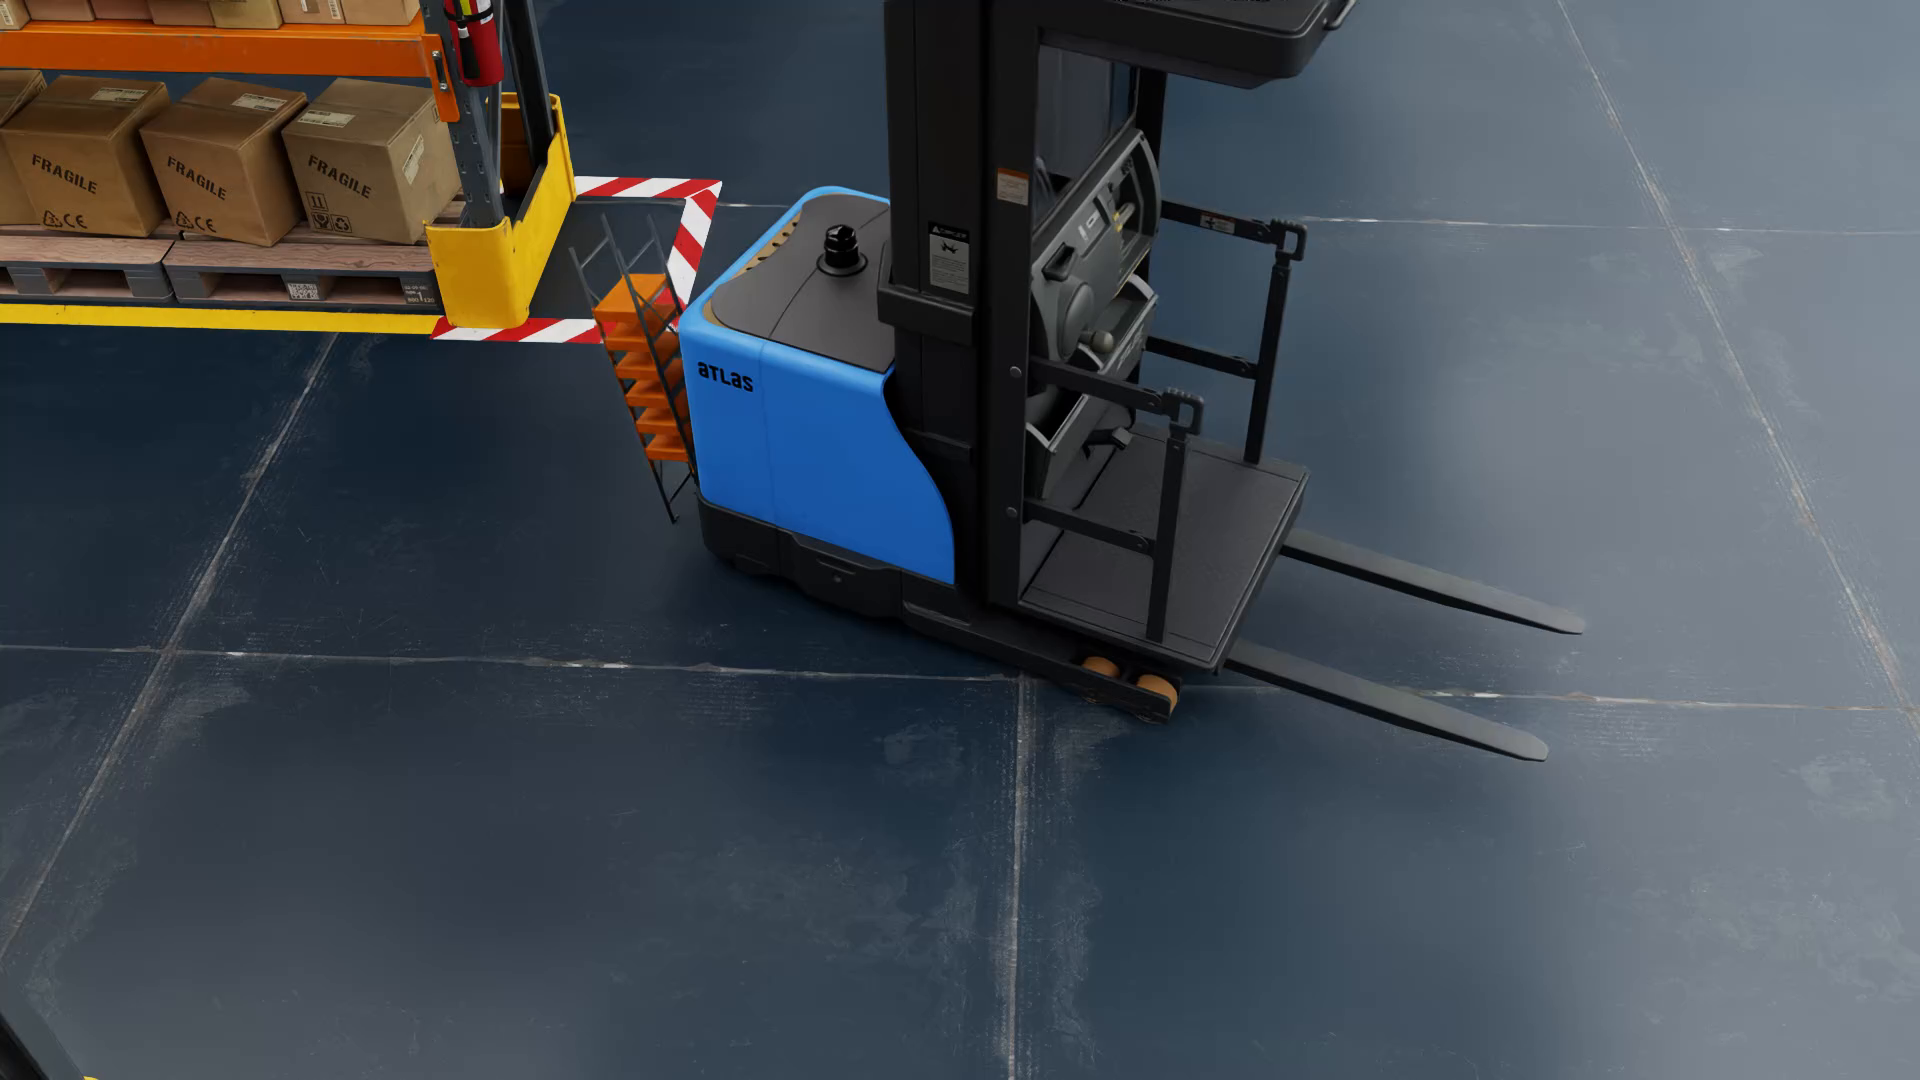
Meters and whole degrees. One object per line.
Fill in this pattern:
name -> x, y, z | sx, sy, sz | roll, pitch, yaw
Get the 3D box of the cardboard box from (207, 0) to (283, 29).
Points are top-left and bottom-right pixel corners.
cardboard box -> -2.769, -2.172, 6.565 | 0.250, 0.149, 0.380 | 2, 43, 2

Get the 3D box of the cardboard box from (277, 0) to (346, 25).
cardboard box -> -2.517, -2.199, 6.594 | 0.250, 0.149, 0.380 | 2, 43, 2

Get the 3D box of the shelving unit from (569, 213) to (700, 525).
shelving unit -> -1.075, -0.584, 5.985 | 0.189, 1.200, 0.258 | 5, 42, 22

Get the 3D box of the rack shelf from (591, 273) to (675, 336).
rack shelf -> -1.132, -0.824, 5.789 | 0.180, 0.103, 0.258 | 5, 42, 22

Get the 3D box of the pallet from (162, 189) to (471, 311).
pallet -> -2.859, -1.446, 7.647 | 1.213, 0.211, 1.003 | 2, 43, 2

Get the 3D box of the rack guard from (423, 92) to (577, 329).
rack guard -> -2.049, -1.503, 7.496 | 0.348, 0.500, 1.175 | 2, 43, 2

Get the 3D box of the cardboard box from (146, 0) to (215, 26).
cardboard box -> -3.018, -2.190, 6.585 | 0.250, 0.149, 0.380 | 2, 43, 2

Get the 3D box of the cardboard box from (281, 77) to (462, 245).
cardboard box -> -2.596, -1.684, 7.383 | 0.500, 0.500, 0.500 | 9, 44, 10

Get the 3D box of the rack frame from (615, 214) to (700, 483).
rack frame -> -0.990, -0.577, 5.952 | 0.006, 1.200, 0.240 | 5, 42, 22

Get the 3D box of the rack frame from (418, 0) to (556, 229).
rack frame -> -1.973, -2.415, 6.642 | 0.127, 3.000, 1.000 | 2, 43, 2

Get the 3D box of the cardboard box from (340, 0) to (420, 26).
cardboard box -> -2.267, -2.191, 6.586 | 0.250, 0.149, 0.380 | 2, 43, 2

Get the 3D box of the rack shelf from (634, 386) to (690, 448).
rack shelf -> -1.046, -0.459, 6.088 | 0.180, 0.103, 0.258 | 5, 42, 22

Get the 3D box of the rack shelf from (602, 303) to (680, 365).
rack shelf -> -1.110, -0.733, 5.863 | 0.180, 0.103, 0.258 | 5, 42, 22

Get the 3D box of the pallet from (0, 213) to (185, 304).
pallet -> -4.074, -1.485, 7.689 | 1.213, 0.211, 1.003 | 2, 43, 2

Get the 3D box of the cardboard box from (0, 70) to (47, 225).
cardboard box -> -4.375, -1.759, 7.464 | 0.500, 0.500, 0.500 | -2, 43, -2

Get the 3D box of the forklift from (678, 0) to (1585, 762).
forklift -> 0.607, -0.873, 5.036 | 3.031, 2.935, 1.130 | 18, 46, 18

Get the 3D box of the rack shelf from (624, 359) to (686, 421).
rack shelf -> -1.067, -0.550, 6.013 | 0.180, 0.103, 0.258 | 5, 42, 22

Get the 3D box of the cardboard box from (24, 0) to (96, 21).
cardboard box -> -3.516, -2.218, 6.615 | 0.250, 0.149, 0.380 | 2, 43, 2

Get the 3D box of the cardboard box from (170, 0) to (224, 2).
cardboard box -> -3.026, -2.530, 6.473 | 0.500, 0.500, 0.875 | 2, 43, 2

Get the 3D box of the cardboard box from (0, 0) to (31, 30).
cardboard box -> -3.770, -2.166, 6.558 | 0.250, 0.149, 0.380 | 2, 43, 2

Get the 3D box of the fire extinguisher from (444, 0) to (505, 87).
fire extinguisher -> -1.879, -2.069, 6.327 | 0.183, 0.674, 0.296 | 2, 43, 2

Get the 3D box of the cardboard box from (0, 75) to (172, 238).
cardboard box -> -3.819, -1.712, 7.412 | 0.500, 0.500, 0.500 | 5, 43, 6

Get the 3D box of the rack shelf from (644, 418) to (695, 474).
rack shelf -> -1.024, -0.368, 6.162 | 0.180, 0.103, 0.258 | 5, 42, 22

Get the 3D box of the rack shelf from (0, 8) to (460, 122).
rack shelf -> -3.971, -2.213, 6.953 | 4.000, 0.370, 1.077 | 2, 43, 2

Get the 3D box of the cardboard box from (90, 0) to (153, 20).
cardboard box -> -3.266, -2.226, 6.623 | 0.250, 0.149, 0.380 | 2, 43, 2

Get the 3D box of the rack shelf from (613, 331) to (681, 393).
rack shelf -> -1.089, -0.642, 5.938 | 0.180, 0.103, 0.258 | 5, 42, 22

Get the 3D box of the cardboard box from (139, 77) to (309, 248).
cardboard box -> -3.195, -1.680, 7.378 | 0.500, 0.500, 0.500 | 12, 44, 13

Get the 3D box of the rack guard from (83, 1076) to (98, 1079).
rack guard -> -2.274, 1.902, 3.841 | 0.348, 0.500, 1.175 | 2, 43, 2

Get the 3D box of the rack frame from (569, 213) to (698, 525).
rack frame -> -1.160, -0.592, 6.019 | 0.006, 1.200, 0.240 | 5, 42, 22
